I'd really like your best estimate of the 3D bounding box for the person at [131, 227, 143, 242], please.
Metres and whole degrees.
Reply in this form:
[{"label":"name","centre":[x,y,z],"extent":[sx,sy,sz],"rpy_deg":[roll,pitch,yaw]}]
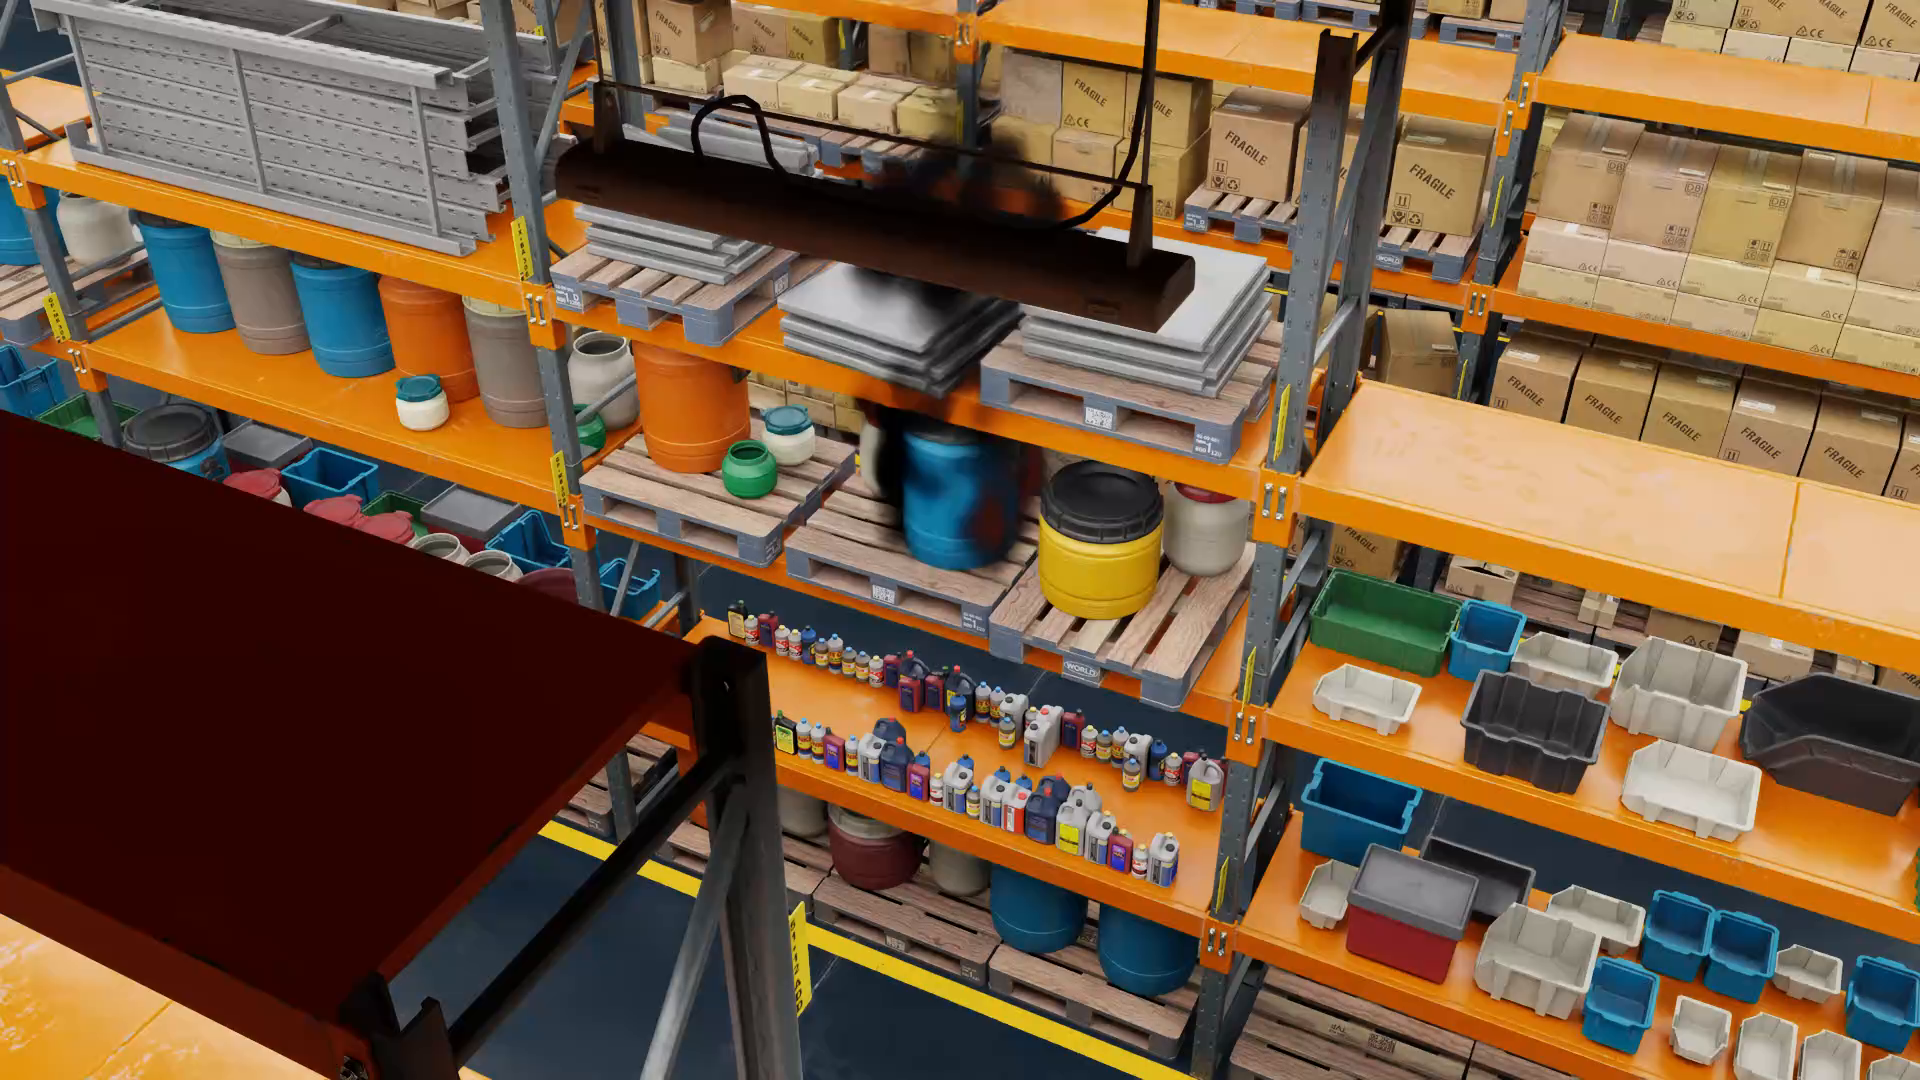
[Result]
[{"label":"person","centre":[-9.046,-3.680,17.564],"extent":[0.632,1.739,0.642],"rpy_deg":[-19,39,-25]}]
